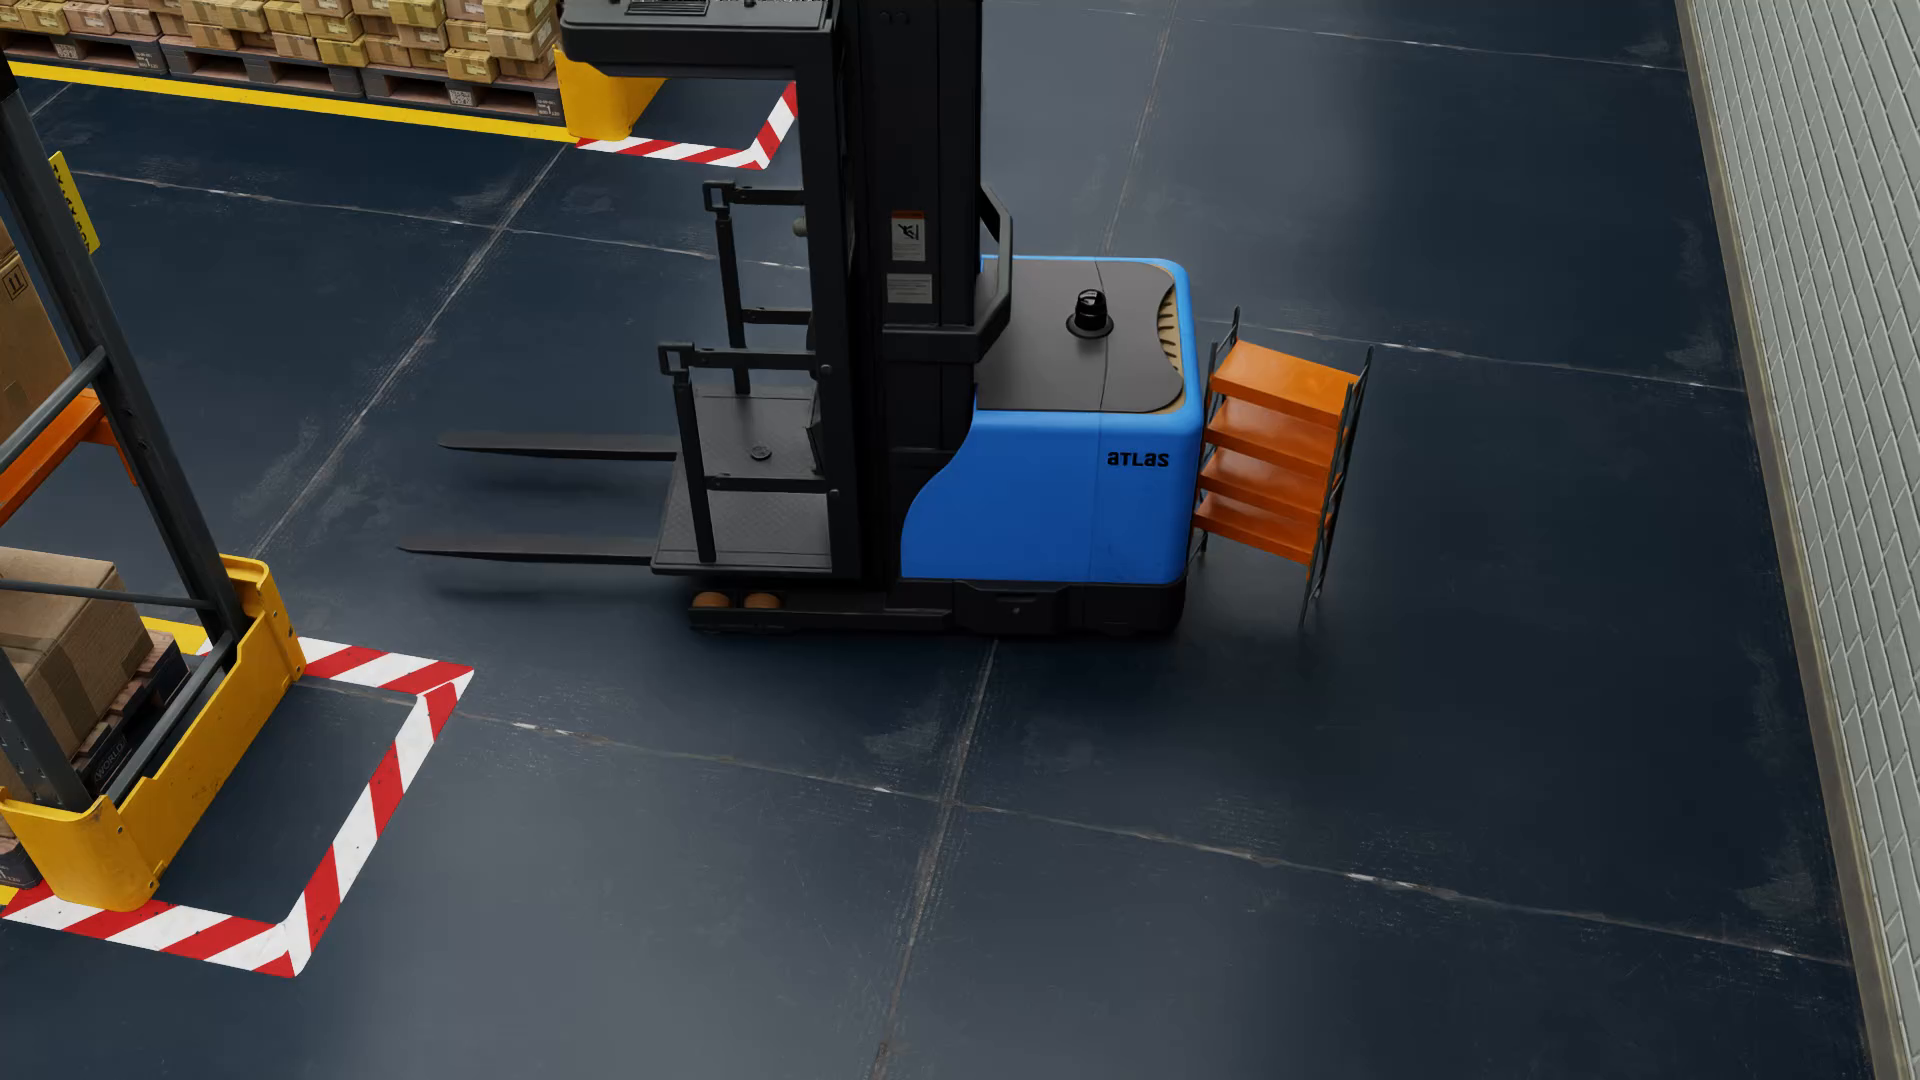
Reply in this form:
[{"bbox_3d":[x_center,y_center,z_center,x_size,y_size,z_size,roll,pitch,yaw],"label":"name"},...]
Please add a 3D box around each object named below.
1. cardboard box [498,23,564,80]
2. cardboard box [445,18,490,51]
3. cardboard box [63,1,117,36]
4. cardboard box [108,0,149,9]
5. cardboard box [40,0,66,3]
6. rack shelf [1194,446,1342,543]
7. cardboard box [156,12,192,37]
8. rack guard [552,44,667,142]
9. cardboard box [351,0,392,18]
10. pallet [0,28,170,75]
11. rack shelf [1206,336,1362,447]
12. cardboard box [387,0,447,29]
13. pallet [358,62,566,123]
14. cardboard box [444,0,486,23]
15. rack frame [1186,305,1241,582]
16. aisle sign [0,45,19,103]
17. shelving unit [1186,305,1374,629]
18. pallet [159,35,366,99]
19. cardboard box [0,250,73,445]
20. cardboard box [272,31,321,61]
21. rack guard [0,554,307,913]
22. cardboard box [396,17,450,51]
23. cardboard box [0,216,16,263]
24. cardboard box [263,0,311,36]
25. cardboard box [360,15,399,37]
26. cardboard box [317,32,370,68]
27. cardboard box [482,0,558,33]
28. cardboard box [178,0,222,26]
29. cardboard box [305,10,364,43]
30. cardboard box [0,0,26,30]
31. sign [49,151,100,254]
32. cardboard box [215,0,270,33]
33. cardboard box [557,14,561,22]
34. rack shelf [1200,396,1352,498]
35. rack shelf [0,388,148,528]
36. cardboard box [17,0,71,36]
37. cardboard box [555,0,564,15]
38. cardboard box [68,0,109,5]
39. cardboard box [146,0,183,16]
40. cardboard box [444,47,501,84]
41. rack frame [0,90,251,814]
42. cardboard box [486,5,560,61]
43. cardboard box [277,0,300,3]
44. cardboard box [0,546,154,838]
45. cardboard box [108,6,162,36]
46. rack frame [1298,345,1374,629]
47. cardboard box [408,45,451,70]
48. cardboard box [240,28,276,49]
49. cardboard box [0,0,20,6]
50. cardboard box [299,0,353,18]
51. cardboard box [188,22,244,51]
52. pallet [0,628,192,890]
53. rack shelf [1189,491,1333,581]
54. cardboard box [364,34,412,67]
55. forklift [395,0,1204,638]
[{"bbox_3d":[-2.341,-2.698,9.143,0.250,0.149,0.380,10,45,10],"label":"cardboard box"},{"bbox_3d":[-2.602,-2.830,9.065,0.250,0.149,0.380,8,44,8],"label":"cardboard box"},{"bbox_3d":[-4.886,-3.050,9.509,0.250,0.149,0.380,9,45,9],"label":"cardboard box"},{"bbox_3d":[-4.626,-3.168,9.417,0.250,0.149,0.380,7,44,7],"label":"cardboard box"},{"bbox_3d":[-5.135,-3.223,9.474,0.250,0.149,0.380,9,45,9],"label":"cardboard box"},{"bbox_3d":[1.146,-0.195,6.184,0.480,0.148,0.258,20,47,20],"label":"rack shelf"},{"bbox_3d":[-4.358,-3.028,9.486,0.250,0.149,0.380,7,44,7],"label":"cardboard box"},{"bbox_3d":[-1.856,-2.746,9.243,0.348,0.500,1.175,9,45,9],"label":"rack guard"},{"bbox_3d":[-3.106,-2.995,9.022,0.250,0.149,0.380,7,44,7],"label":"cardboard box"},{"bbox_3d":[-5.022,-3.159,9.880,1.213,0.211,1.003,9,45,9],"label":"pallet"},{"bbox_3d":[1.146,-0.526,5.865,0.480,0.148,0.258,20,47,20],"label":"rack shelf"},{"bbox_3d":[-2.867,-2.913,8.937,0.250,0.149,0.380,8,44,8],"label":"cardboard box"},{"bbox_3d":[-2.641,-2.789,9.496,1.213,0.211,1.003,9,45,9],"label":"pallet"},{"bbox_3d":[-2.586,-2.960,8.986,0.250,0.149,0.380,10,45,10],"label":"cardboard box"},{"bbox_3d":[0.931,-0.323,6.220,0.015,1.200,0.240,20,47,20],"label":"rack frame"},{"bbox_3d":[-2.631,-1.392,4.159,0.004,0.787,0.394,9,45,9],"label":"aisle sign"},{"bbox_3d":[1.146,-0.243,6.138,0.503,1.200,0.258,20,47,20],"label":"shelving unit"},{"bbox_3d":[-3.828,-2.975,9.689,1.213,0.211,1.003,9,45,9],"label":"pallet"},{"bbox_3d":[-3.170,-0.573,5.110,0.500,0.500,0.500,9,45,9],"label":"cardboard box"},{"bbox_3d":[-3.622,-2.847,9.297,0.250,0.149,0.380,10,45,10],"label":"cardboard box"},{"bbox_3d":[-2.741,0.634,5.731,0.348,0.500,1.175,9,45,9],"label":"rack guard"},{"bbox_3d":[-2.867,-2.831,9.067,0.250,0.149,0.380,7,44,7],"label":"cardboard box"},{"bbox_3d":[-3.170,-0.932,4.762,0.500,0.500,0.500,8,44,8],"label":"cardboard box"},{"bbox_3d":[-3.621,-2.952,9.193,0.250,0.149,0.380,11,45,11],"label":"cardboard box"},{"bbox_3d":[-3.106,-2.941,9.181,0.250,0.149,0.380,8,45,9],"label":"cardboard box"},{"bbox_3d":[-3.359,-2.792,9.240,0.250,0.149,0.380,7,44,7],"label":"cardboard box"},{"bbox_3d":[-2.354,-2.883,8.906,0.250,0.149,0.380,9,45,10],"label":"cardboard box"},{"bbox_3d":[-4.131,-3.029,9.273,0.250,0.149,0.380,9,45,9],"label":"cardboard box"},{"bbox_3d":[-3.375,-2.901,9.139,0.250,0.149,0.380,9,45,10],"label":"cardboard box"},{"bbox_3d":[-5.400,-3.093,9.553,0.250,0.149,0.380,7,44,7],"label":"cardboard box"},{"bbox_3d":[-2.637,-0.985,4.929,0.005,0.325,0.100,9,45,9],"label":"sign"},{"bbox_3d":[-3.896,-2.975,9.216,0.250,0.149,0.380,9,45,9],"label":"cardboard box"},{"bbox_3d":[-2.223,-3.056,9.515,0.250,0.149,0.380,10,45,10],"label":"cardboard box"},{"bbox_3d":[1.146,-0.356,6.029,0.480,0.148,0.258,20,47,20],"label":"rack shelf"},{"bbox_3d":[-4.716,-0.314,5.432,4.000,0.370,1.077,9,45,9],"label":"rack shelf"},{"bbox_3d":[-5.140,-3.052,9.511,0.250,0.149,0.380,10,45,10],"label":"cardboard box"},{"bbox_3d":[-2.237,-3.120,9.367,0.250,0.149,0.380,11,45,11],"label":"cardboard box"},{"bbox_3d":[-4.889,-3.211,9.461,0.250,0.149,0.380,9,45,9],"label":"cardboard box"},{"bbox_3d":[-4.363,-3.111,9.357,0.250,0.149,0.380,11,45,11],"label":"cardboard box"},{"bbox_3d":[-2.614,-2.669,9.112,0.250,0.149,0.380,10,45,10],"label":"cardboard box"},{"bbox_3d":[-2.764,-0.270,4.868,0.127,3.000,1.000,9,45,9],"label":"rack frame"},{"bbox_3d":[-2.359,-2.754,8.986,0.250,0.149,0.380,8,44,8],"label":"cardboard box"},{"bbox_3d":[-3.613,-3.113,9.145,0.250,0.149,0.380,7,44,8],"label":"cardboard box"},{"bbox_3d":[-3.430,0.469,5.644,0.875,0.438,0.875,7,44,8],"label":"cardboard box"},{"bbox_3d":[-4.628,-3.045,9.504,0.250,0.149,0.380,8,44,8],"label":"cardboard box"},{"bbox_3d":[1.362,-0.164,6.055,0.015,1.200,0.240,20,47,20],"label":"rack frame"},{"bbox_3d":[-2.853,-2.767,9.215,0.250,0.149,0.380,9,45,9],"label":"cardboard box"},{"bbox_3d":[-3.852,-2.936,9.390,0.250,0.149,0.380,10,45,10],"label":"cardboard box"},{"bbox_3d":[-5.401,-3.201,9.451,0.250,0.149,0.380,11,45,11],"label":"cardboard box"},{"bbox_3d":[-3.380,-2.998,9.026,0.250,0.149,0.380,10,45,11],"label":"cardboard box"},{"bbox_3d":[-4.125,-2.924,9.378,0.250,0.149,0.380,8,44,8],"label":"cardboard box"},{"bbox_3d":[-3.561,0.666,5.906,1.213,0.211,1.003,9,45,9],"label":"pallet"},{"bbox_3d":[1.146,-0.052,6.322,0.480,0.148,0.258,20,47,20],"label":"rack shelf"},{"bbox_3d":[-3.097,-2.795,9.244,0.250,0.149,0.380,9,45,9],"label":"cardboard box"},{"bbox_3d":[-0.650,-1.059,5.737,3.031,2.935,1.130,2,44,2],"label":"forklift"}]
